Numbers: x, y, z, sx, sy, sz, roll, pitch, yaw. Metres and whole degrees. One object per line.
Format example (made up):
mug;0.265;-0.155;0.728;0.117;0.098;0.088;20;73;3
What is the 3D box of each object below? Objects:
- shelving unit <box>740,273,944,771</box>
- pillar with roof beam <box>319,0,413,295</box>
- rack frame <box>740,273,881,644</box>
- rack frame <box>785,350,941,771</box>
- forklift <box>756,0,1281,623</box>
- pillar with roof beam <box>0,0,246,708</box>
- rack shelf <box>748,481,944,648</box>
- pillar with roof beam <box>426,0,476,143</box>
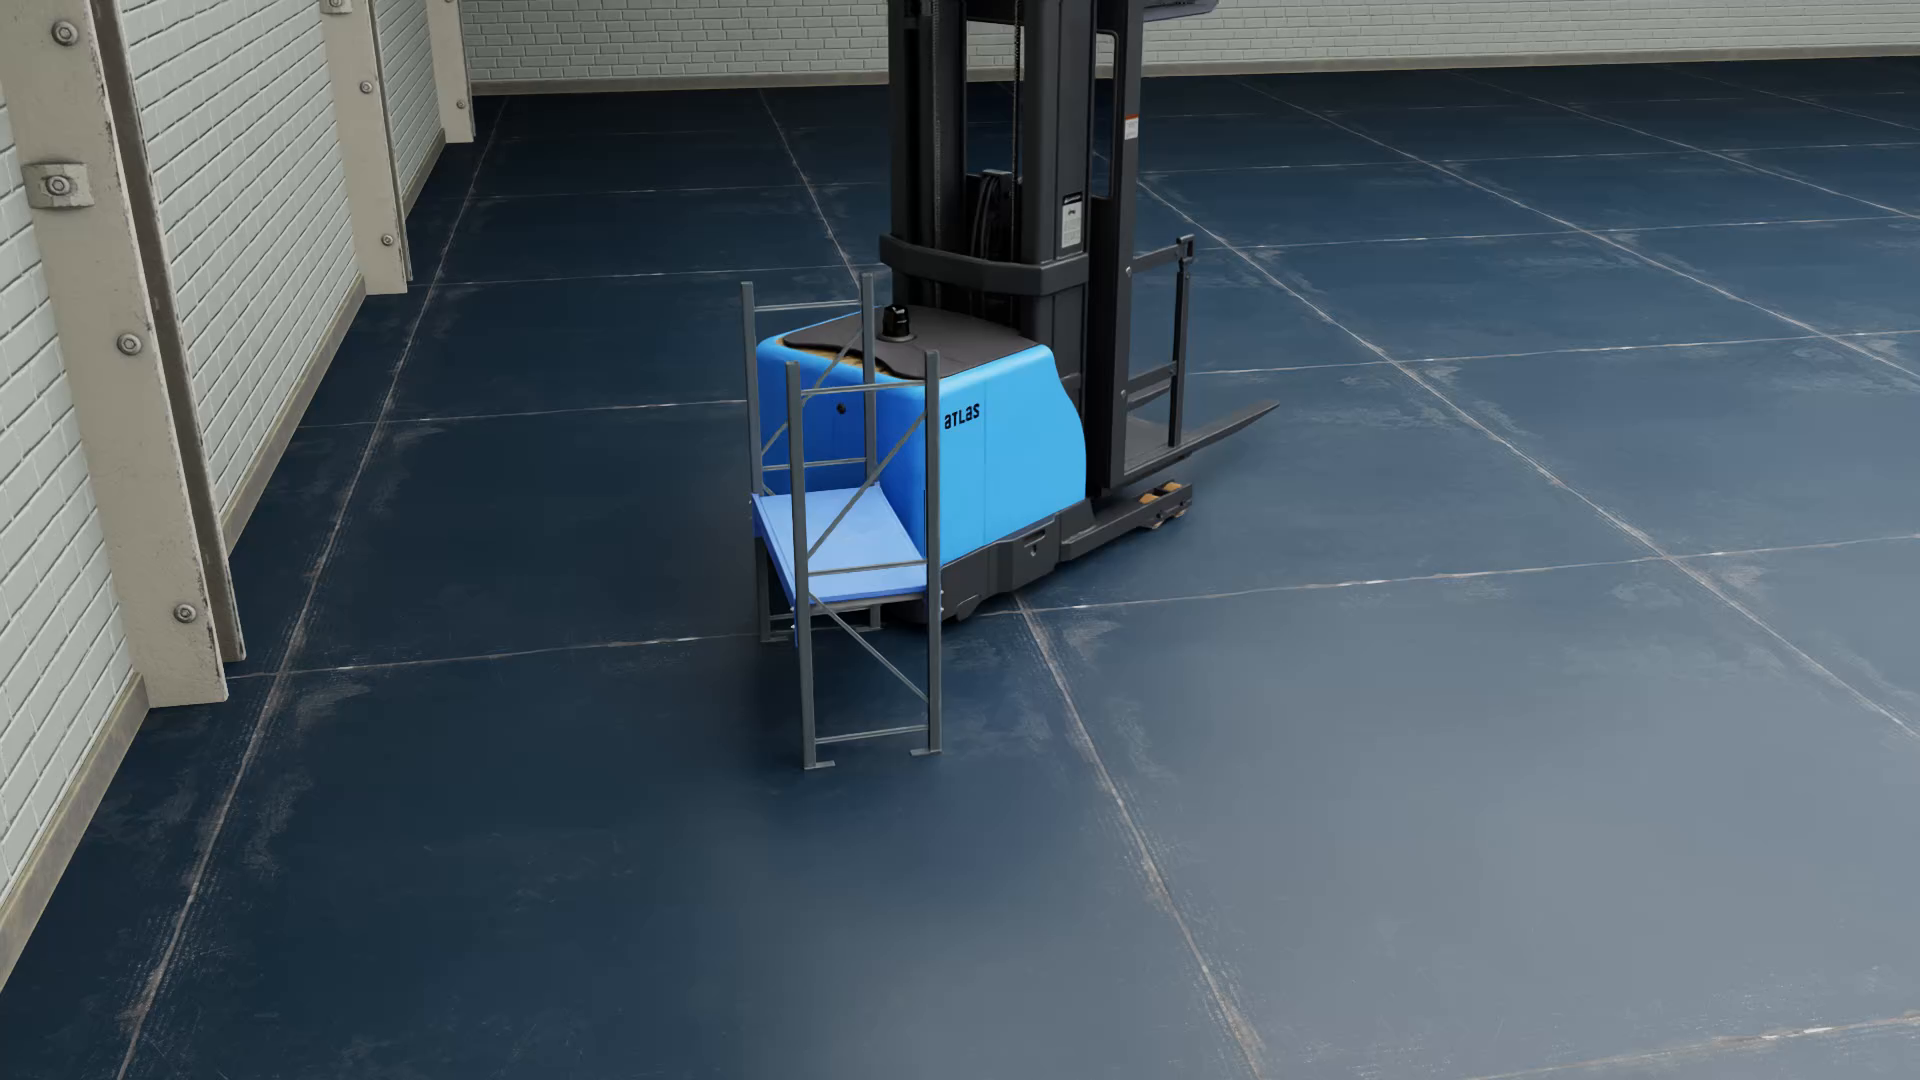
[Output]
shelving unit;-0.444;-0.099;6.102;0.538;1.500;1.048;-6;24;-14
pillar with roof beam;0.132;-6.254;10.826;9.100;9.000;0.400;-4;24;-10
rack frame;-0.574;-0.295;6.552;0.500;1.500;0.032;-6;24;-14
rack frame;-0.313;0.098;5.652;0.500;1.500;0.032;-6;24;-14
forklift;0.470;-1.512;7.550;1.130;2.935;3.031;19;30;37
pillar with roof beam;1.242;-3.894;5.423;9.100;9.000;0.400;-4;24;-10
rack shelf;-0.444;0.066;6.174;0.538;0.185;1.000;-6;24;-14
pillar with roof beam;-0.977;-8.614;16.230;9.100;9.000;0.400;-4;24;-10
